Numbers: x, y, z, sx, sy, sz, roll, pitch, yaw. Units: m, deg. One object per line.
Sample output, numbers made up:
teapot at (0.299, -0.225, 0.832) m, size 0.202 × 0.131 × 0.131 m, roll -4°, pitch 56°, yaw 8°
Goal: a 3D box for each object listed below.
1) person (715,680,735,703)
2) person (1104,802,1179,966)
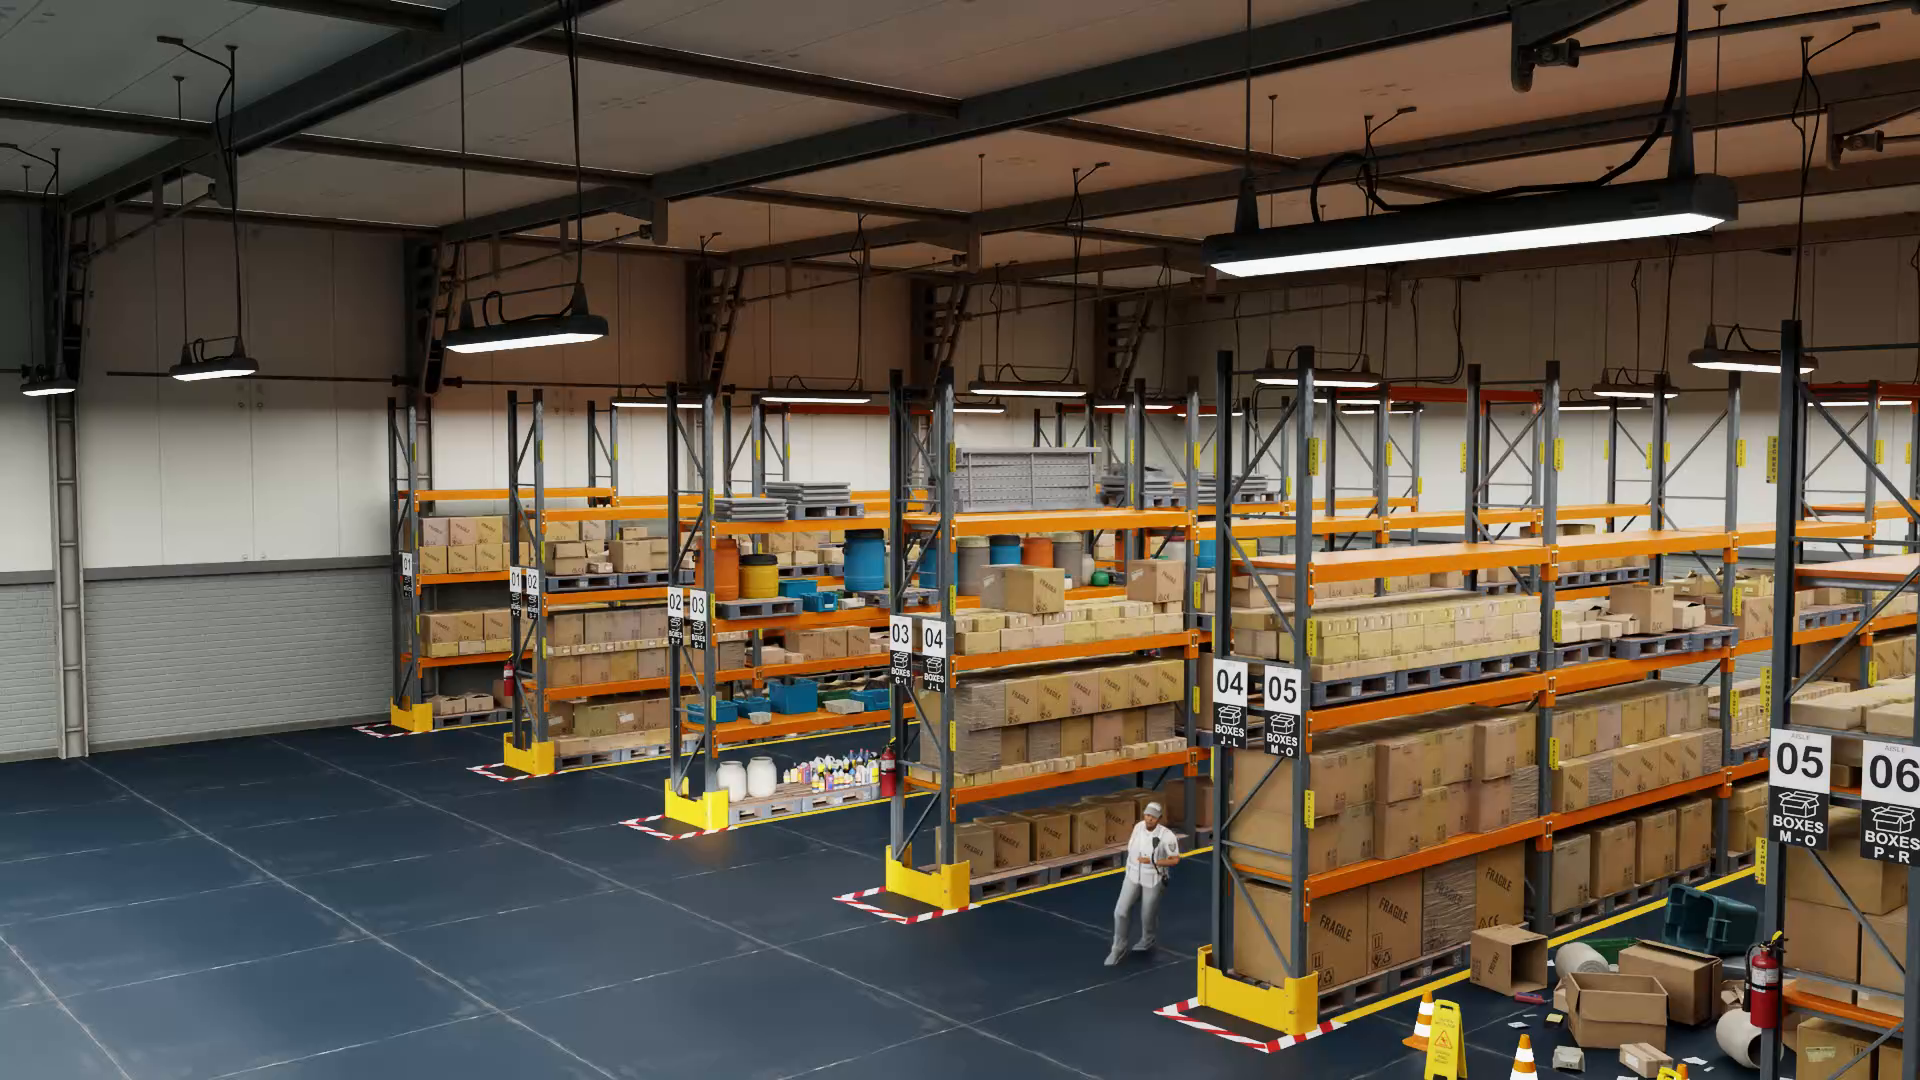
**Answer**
person at (-4.472, 2.590, 30.712) m, size 0.694 × 1.571 × 0.883 m, roll 3°, pitch 4°, yaw 37°
person at (1.881, 3.408, 16.548) m, size 0.717 × 1.689 × 0.691 m, roll 2°, pitch 4°, yaw 29°
